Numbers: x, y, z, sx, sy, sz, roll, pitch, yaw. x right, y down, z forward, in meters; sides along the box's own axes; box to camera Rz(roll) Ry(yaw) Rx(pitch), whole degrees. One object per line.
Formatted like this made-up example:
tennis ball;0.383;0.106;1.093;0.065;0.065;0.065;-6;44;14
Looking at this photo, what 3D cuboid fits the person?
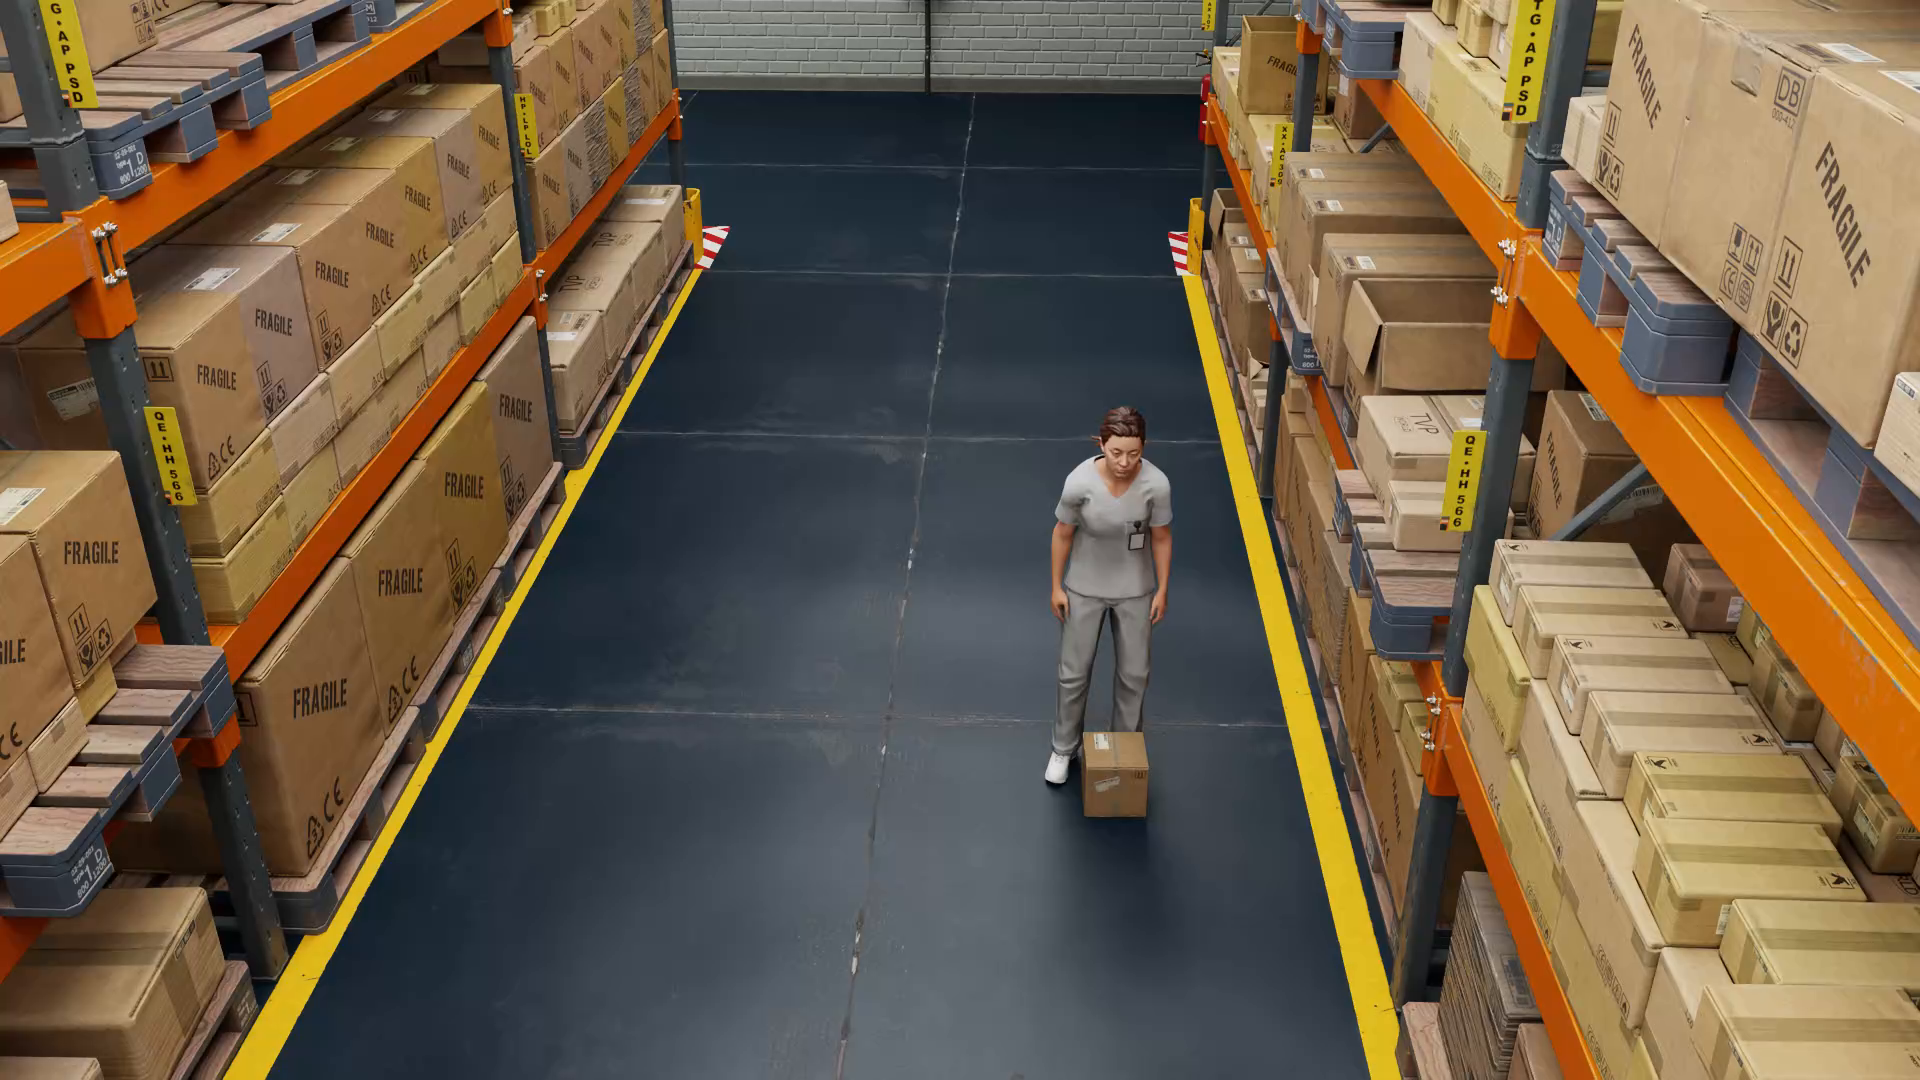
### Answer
person;0.604;0.218;6.715;0.486;1.672;0.363;1;28;1
